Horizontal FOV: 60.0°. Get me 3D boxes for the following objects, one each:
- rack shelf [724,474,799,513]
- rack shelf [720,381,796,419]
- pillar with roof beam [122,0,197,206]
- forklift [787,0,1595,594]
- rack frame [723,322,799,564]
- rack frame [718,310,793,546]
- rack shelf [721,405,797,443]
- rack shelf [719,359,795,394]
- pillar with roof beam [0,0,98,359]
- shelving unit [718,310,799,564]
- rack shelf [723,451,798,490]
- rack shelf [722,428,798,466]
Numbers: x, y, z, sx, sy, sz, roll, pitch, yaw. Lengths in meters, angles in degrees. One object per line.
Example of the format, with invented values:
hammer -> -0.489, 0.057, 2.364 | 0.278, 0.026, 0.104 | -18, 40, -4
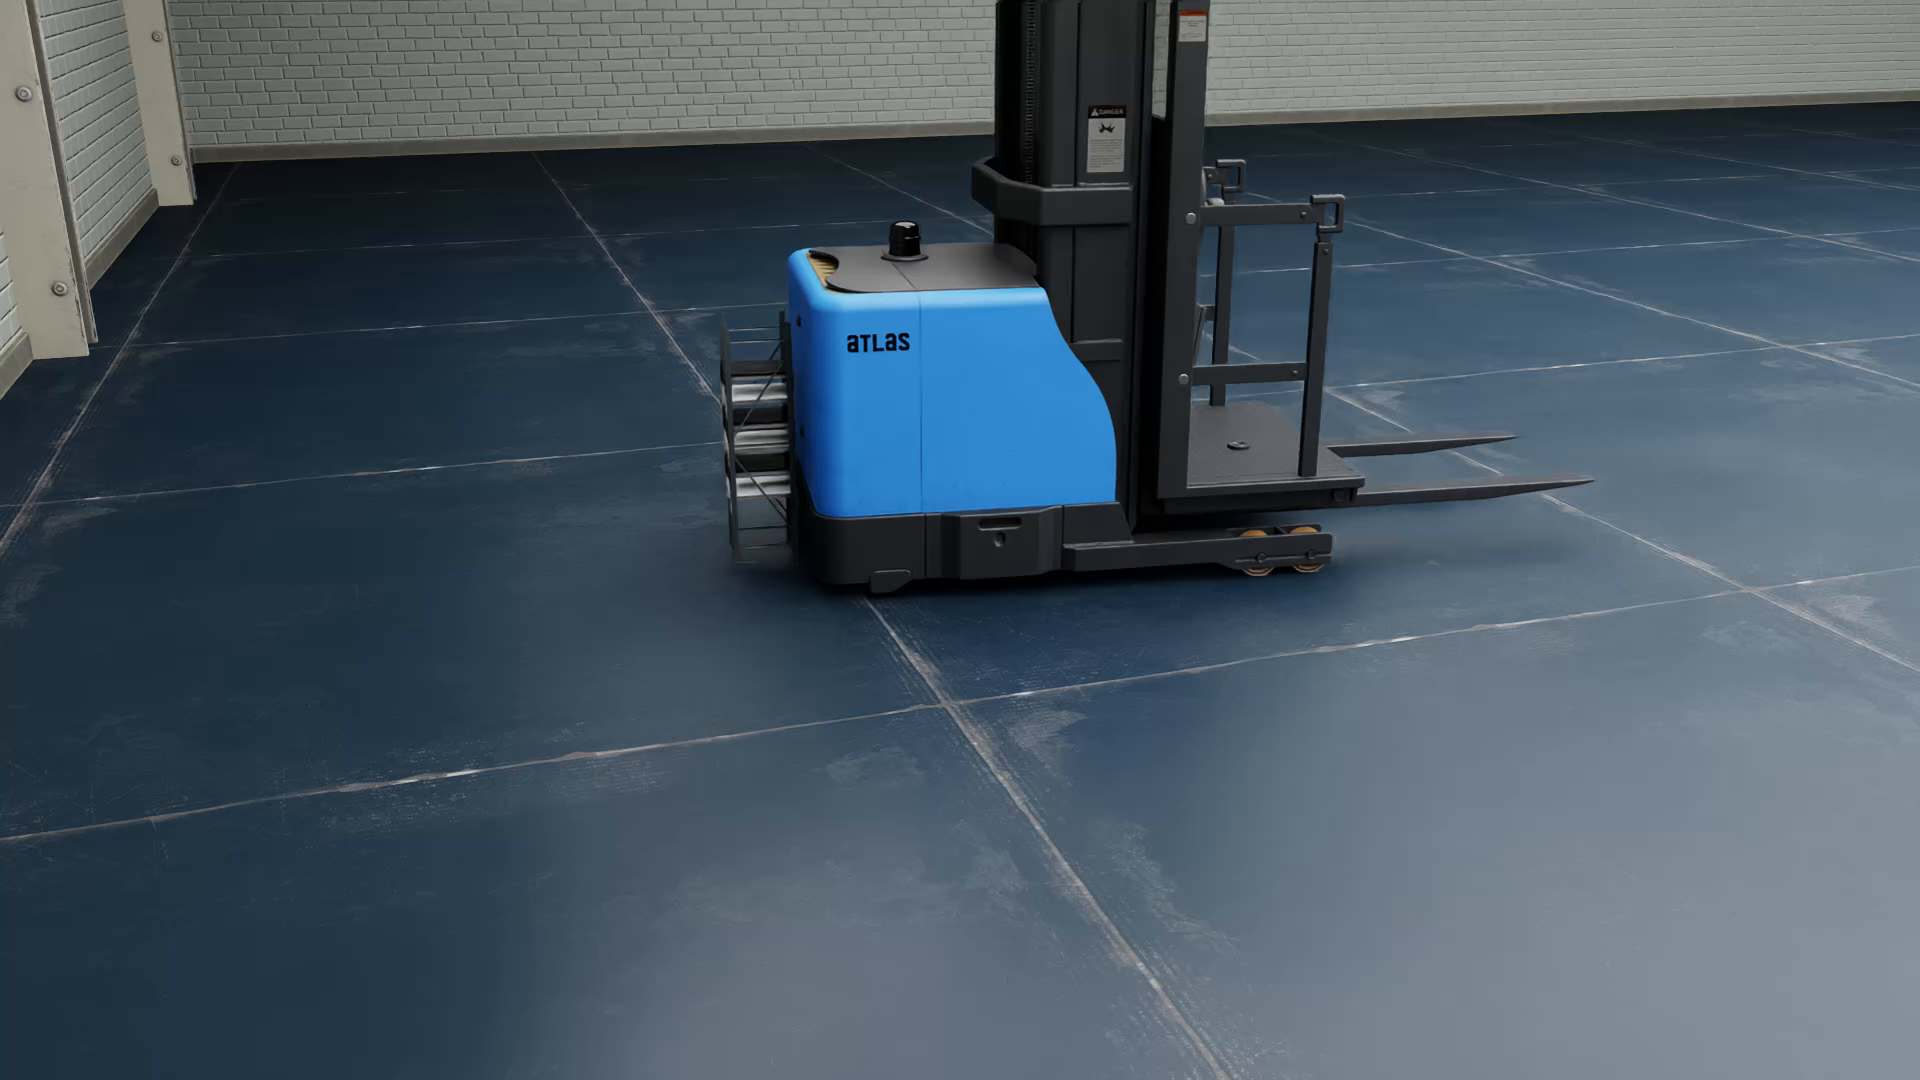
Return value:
rack shelf -> -0.741, -0.175, 6.204 | 0.258, 0.077, 0.200 | -4, 20, -11
rack shelf -> -0.741, -0.514, 6.083 | 0.258, 0.077, 0.200 | -4, 20, -11
pillar with roof beam -> -2.875, -7.693, 14.523 | 9.100, 9.000, 0.400 | -6, 21, -17
forklift -> 0.899, -1.419, 6.030 | 3.031, 2.935, 1.130 | -4, 20, -10
rack frame -> -0.720, -0.342, 6.039 | 0.240, 0.900, 0.006 | -4, 20, -11
rack frame -> -0.761, -0.410, 6.226 | 0.240, 0.900, 0.006 | -4, 20, -11
rack shelf -> -0.741, -0.429, 6.113 | 0.258, 0.077, 0.200 | -4, 20, -11
rack shelf -> -0.741, -0.599, 6.052 | 0.258, 0.077, 0.200 | -4, 20, -11
pillar with roof beam -> -0.989, -5.768, 9.162 | 9.100, 9.000, 0.400 | -6, 21, -17
shelving unit -> -0.741, -0.376, 6.132 | 0.258, 0.900, 0.210 | -4, 20, -11
rack shelf -> -0.741, -0.260, 6.174 | 0.258, 0.077, 0.200 | -4, 20, -11
rack shelf -> -0.741, -0.345, 6.143 | 0.258, 0.077, 0.200 | -4, 20, -11
